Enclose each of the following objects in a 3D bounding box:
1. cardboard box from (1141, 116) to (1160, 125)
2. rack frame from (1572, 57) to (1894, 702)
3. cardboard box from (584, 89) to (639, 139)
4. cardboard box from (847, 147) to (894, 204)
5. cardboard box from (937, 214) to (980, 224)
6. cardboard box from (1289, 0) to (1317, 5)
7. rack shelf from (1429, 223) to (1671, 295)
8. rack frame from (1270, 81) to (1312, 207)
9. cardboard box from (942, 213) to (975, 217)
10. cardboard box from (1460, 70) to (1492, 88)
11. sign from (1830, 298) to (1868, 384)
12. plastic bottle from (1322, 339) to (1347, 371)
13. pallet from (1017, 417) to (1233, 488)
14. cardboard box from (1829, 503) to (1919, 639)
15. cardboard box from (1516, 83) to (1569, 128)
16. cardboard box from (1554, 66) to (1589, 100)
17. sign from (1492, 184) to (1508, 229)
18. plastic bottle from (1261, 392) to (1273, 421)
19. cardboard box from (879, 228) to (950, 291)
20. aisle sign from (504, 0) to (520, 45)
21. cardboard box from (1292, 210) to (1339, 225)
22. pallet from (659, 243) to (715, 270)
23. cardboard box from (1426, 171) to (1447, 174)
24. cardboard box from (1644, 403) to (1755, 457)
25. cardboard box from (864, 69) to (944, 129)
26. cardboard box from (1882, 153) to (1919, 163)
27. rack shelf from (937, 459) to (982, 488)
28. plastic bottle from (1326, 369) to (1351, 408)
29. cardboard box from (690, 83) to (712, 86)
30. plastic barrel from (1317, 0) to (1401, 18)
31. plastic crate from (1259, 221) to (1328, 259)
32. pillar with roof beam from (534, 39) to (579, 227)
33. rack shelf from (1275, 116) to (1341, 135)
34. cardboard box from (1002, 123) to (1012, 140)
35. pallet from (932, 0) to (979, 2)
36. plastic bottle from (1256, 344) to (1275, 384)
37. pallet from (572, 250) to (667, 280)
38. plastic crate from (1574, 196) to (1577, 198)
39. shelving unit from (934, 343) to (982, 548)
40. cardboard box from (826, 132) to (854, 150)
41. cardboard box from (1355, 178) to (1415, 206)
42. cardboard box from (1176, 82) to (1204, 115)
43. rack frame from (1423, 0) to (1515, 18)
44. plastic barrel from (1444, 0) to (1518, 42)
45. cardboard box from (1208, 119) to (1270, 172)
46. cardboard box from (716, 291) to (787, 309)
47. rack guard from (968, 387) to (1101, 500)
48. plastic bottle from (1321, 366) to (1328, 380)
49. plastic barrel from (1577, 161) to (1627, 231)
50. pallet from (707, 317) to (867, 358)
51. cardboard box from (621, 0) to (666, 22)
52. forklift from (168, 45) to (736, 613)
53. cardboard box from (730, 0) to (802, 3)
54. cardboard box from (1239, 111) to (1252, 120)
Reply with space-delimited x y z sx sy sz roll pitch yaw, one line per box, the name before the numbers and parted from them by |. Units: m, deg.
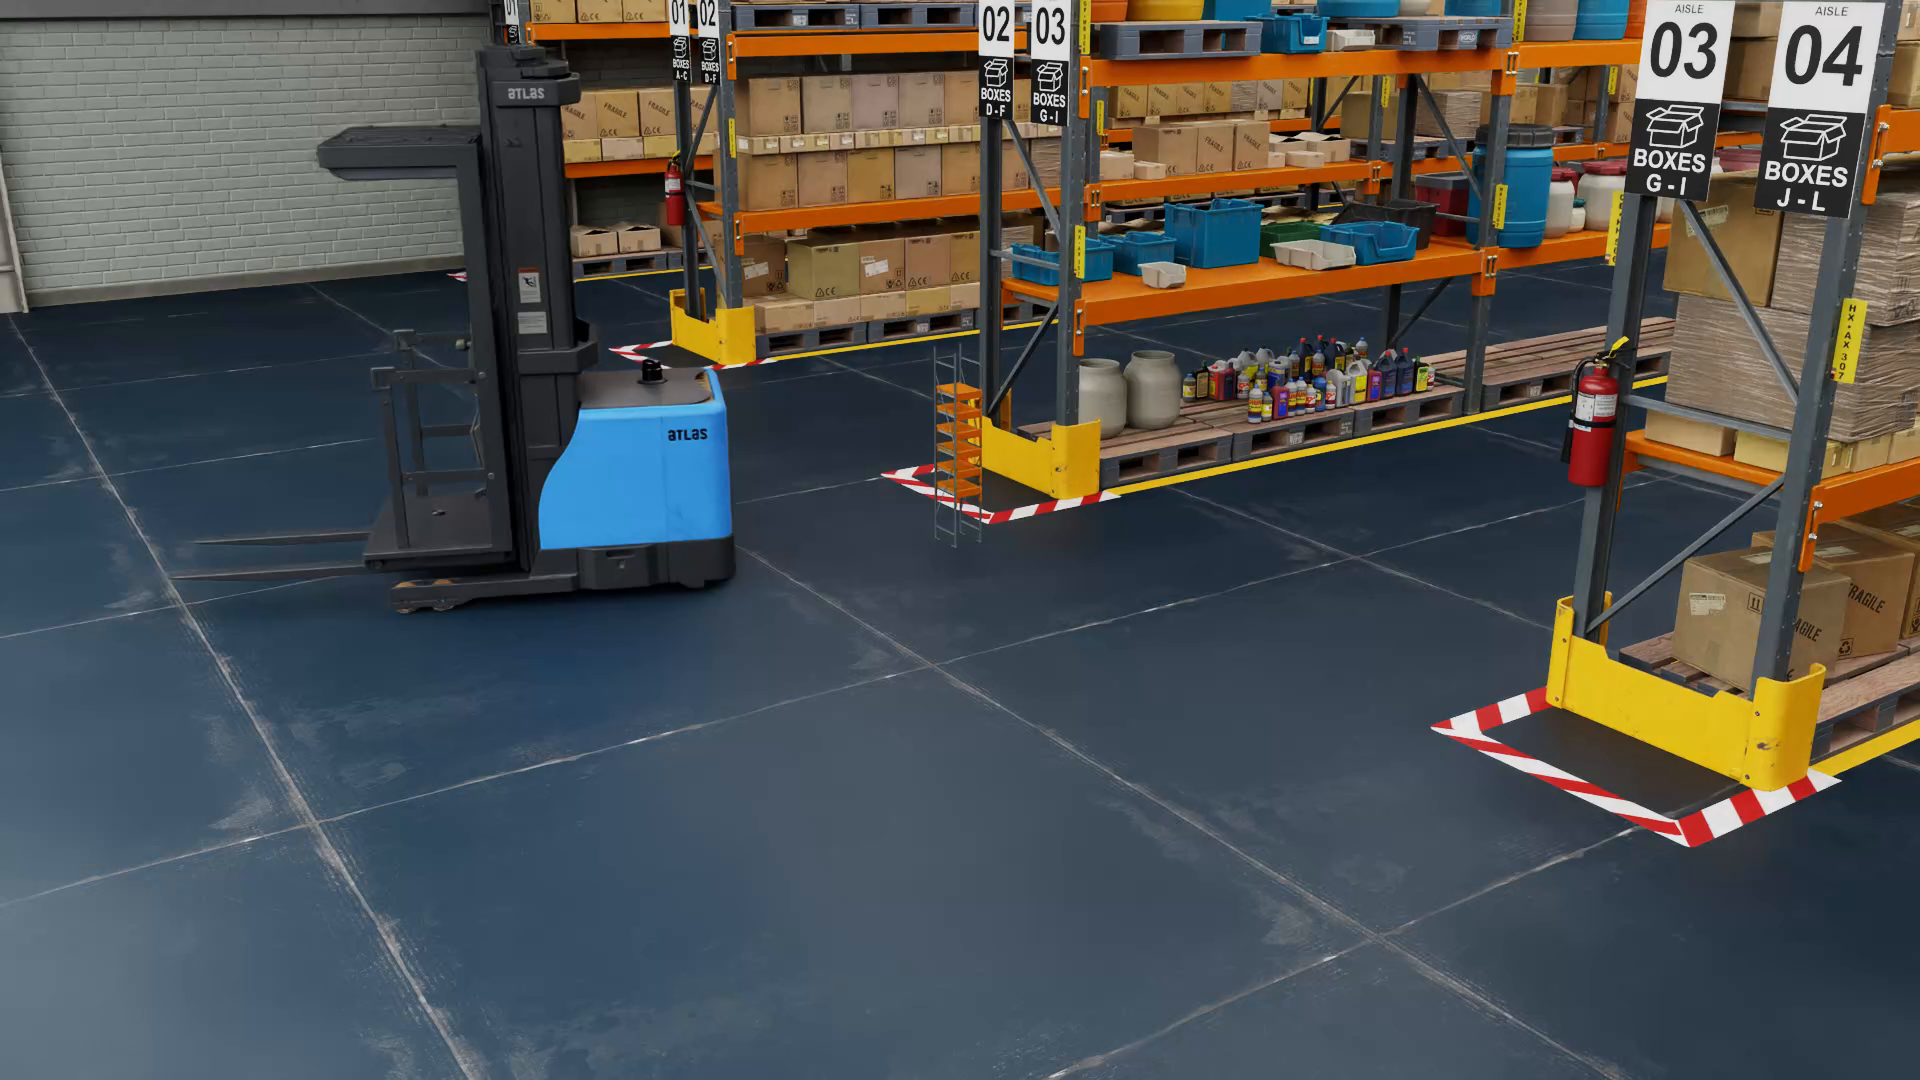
cardboard box | 2.577 -5.852 23.233 0.250 0.149 0.380 -11 22 -30
rack frame | 3.182 -0.516 7.087 0.127 3.000 1.000 -12 22 -31
cardboard box | -4.008 -4.872 19.005 0.500 0.500 0.500 -12 22 -31
cardboard box | -1.012 -3.472 15.675 0.500 0.500 0.700 -12 22 -31
cardboard box | 0.105 -3.034 17.003 0.500 0.500 0.500 -12 22 -31
cardboard box | 3.643 -5.932 18.002 0.500 0.250 0.500 -11 22 -30
rack shelf | 5.469 -2.557 14.247 4.000 0.370 1.077 -12 22 -31
rack frame | 5.032 -6.604 25.096 0.127 3.000 1.000 -12 22 -31
cardboard box | -0.192 -4.537 22.197 0.500 0.500 0.700 -12 22 -31
cardboard box | 7.952 -7.358 26.858 0.700 0.700 0.980 -11 21 -29
sign | 3.481 -0.781 6.519 0.005 0.325 0.100 -12 22 -31
plastic bottle | 2.976 -1.429 13.237 0.185 0.351 0.144 -12 22 -31
pallet | 1.177 -0.687 11.948 1.213 0.211 1.003 -12 22 -31
cardboard box | 4.727 0.144 8.381 0.500 0.500 0.500 -10 21 -26
cardboard box | 7.241 -5.502 21.025 0.700 0.500 0.500 14 23 35
cardboard box | 8.039 -5.959 21.471 0.500 0.500 0.500 -12 22 -31
sign | 4.092 -2.527 12.604 0.005 0.325 0.100 -12 22 -31
plastic bottle | 2.230 -0.978 12.135 0.097 0.201 0.097 0 19 0
cardboard box | -0.438 -2.716 16.062 0.500 0.500 0.500 -12 22 -31
aisle sign | -4.885 -5.629 18.152 0.004 0.787 0.394 -12 22 -31
cardboard box | 4.117 -3.579 18.910 0.500 0.311 0.500 -11 22 -30
pallet | -3.211 -3.530 20.357 1.213 0.211 1.003 -12 22 -31
cardboard box | 7.425 -6.085 26.808 0.500 0.500 0.700 -12 22 -32
cardboard box | 3.307 -0.502 7.439 0.250 0.149 0.380 -12 22 -31
cardboard box | -0.547 -4.188 15.766 0.500 0.500 0.700 -12 22 -31
cardboard box | 4.761 -1.603 8.122 0.500 0.500 0.500 -12 22 -31
rack shelf | -0.012 -0.410 10.098 0.180 0.103 0.258 -12 22 -31
plastic bottle | 2.852 -1.154 12.542 0.135 0.276 0.152 -11 22 -30
cardboard box | -3.010 -5.285 20.227 0.500 0.500 0.500 -11 22 -30
plastic barrel | 2.909 -4.256 12.028 0.708 0.901 0.600 -12 22 -31
plastic crate | 2.510 -2.281 12.639 0.662 0.188 0.450 -12 22 -31
pillar with roof beam | -2.514 -6.536 15.526 0.400 9.000 9.100 -12 22 -31
rack shelf | 6.702 -6.616 26.253 4.000 0.370 1.077 -12 22 -31
cardboard box | 0.325 -3.984 16.176 0.250 0.149 0.380 -12 22 -32
pallet | -0.211 -6.791 21.258 1.003 0.211 1.213 -12 22 -31
plastic bottle | 2.384 -1.359 13.031 0.185 0.351 0.144 -12 22 -32
pallet | -4.229 -3.316 19.725 1.213 0.211 1.003 -12 22 -31
plastic crate | 5.098 -2.827 14.254 0.662 0.188 0.450 -12 22 -31
shelving unit | -0.012 -0.566 10.045 0.189 1.200 0.258 -12 22 -31
cardboard box | -1.177 -3.667 15.239 0.250 0.149 0.380 -12 22 -32
cardboard box | 5.115 -4.193 20.010 0.500 0.250 0.500 -11 22 -29
cardboard box | 3.095 -6.291 23.519 0.500 0.500 0.500 -12 22 -32
rack frame | 3.799 -5.387 12.129 0.127 3.000 1.000 -12 22 -31
plastic barrel | 4.104 -4.351 12.965 0.708 0.901 0.600 -12 22 -31
cardboard box | 3.026 -4.323 18.191 0.500 0.500 0.500 -13 23 -34
cardboard box | -1.977 -2.236 15.813 0.500 0.250 0.500 -12 22 -31
rack guard | 0.496 -0.682 11.482 0.348 0.500 1.175 -12 22 -31
plastic bottle | 2.793 -1.186 12.624 0.133 0.283 0.061 -12 22 -31
plastic barrel | 5.331 -2.849 13.775 0.433 0.535 0.433 0 19 0
pallet | -1.647 -1.991 15.804 1.213 0.211 1.003 -12 22 -31
cardboard box | -3.674 -6.138 18.846 0.500 0.500 0.500 -11 21 -29
forklift | -2.844 -1.174 9.140 3.031 2.935 1.130 -4 19 -11
cardboard box | -1.781 -5.001 14.636 0.637 0.503 0.797 -10 21 -28
cardboard box | 4.037 -6.187 24.224 0.250 0.149 0.380 -12 22 -31
